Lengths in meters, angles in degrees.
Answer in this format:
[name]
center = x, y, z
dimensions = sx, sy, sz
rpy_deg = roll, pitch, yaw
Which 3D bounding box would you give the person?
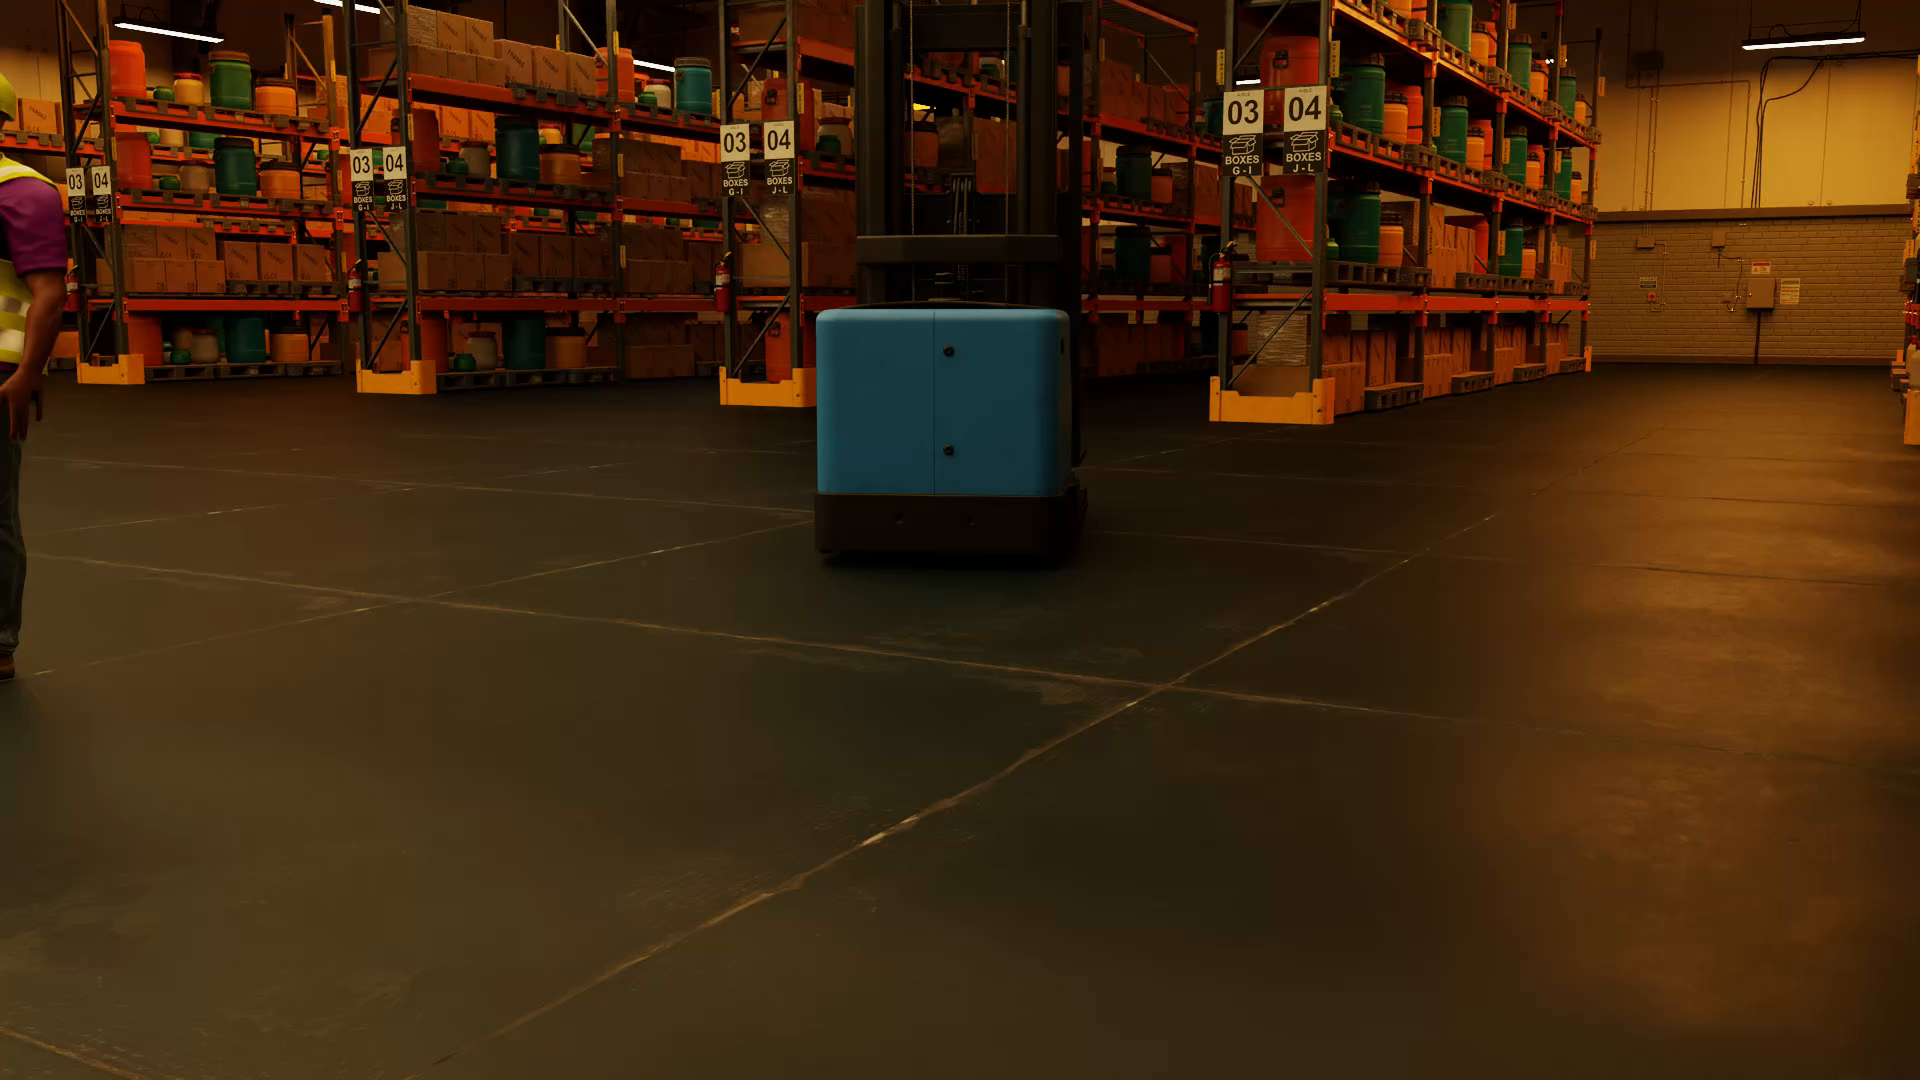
[person]
center = -2.877, -0.469, 4.698
dimensions = 0.665, 1.768, 0.575
rpy_deg = 3, 9, 24

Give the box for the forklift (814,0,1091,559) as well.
[forklift]
center = 0.072, -1.535, 8.212
dimensions = 1.130, 2.935, 3.031
rpy_deg = 1, 8, 7
